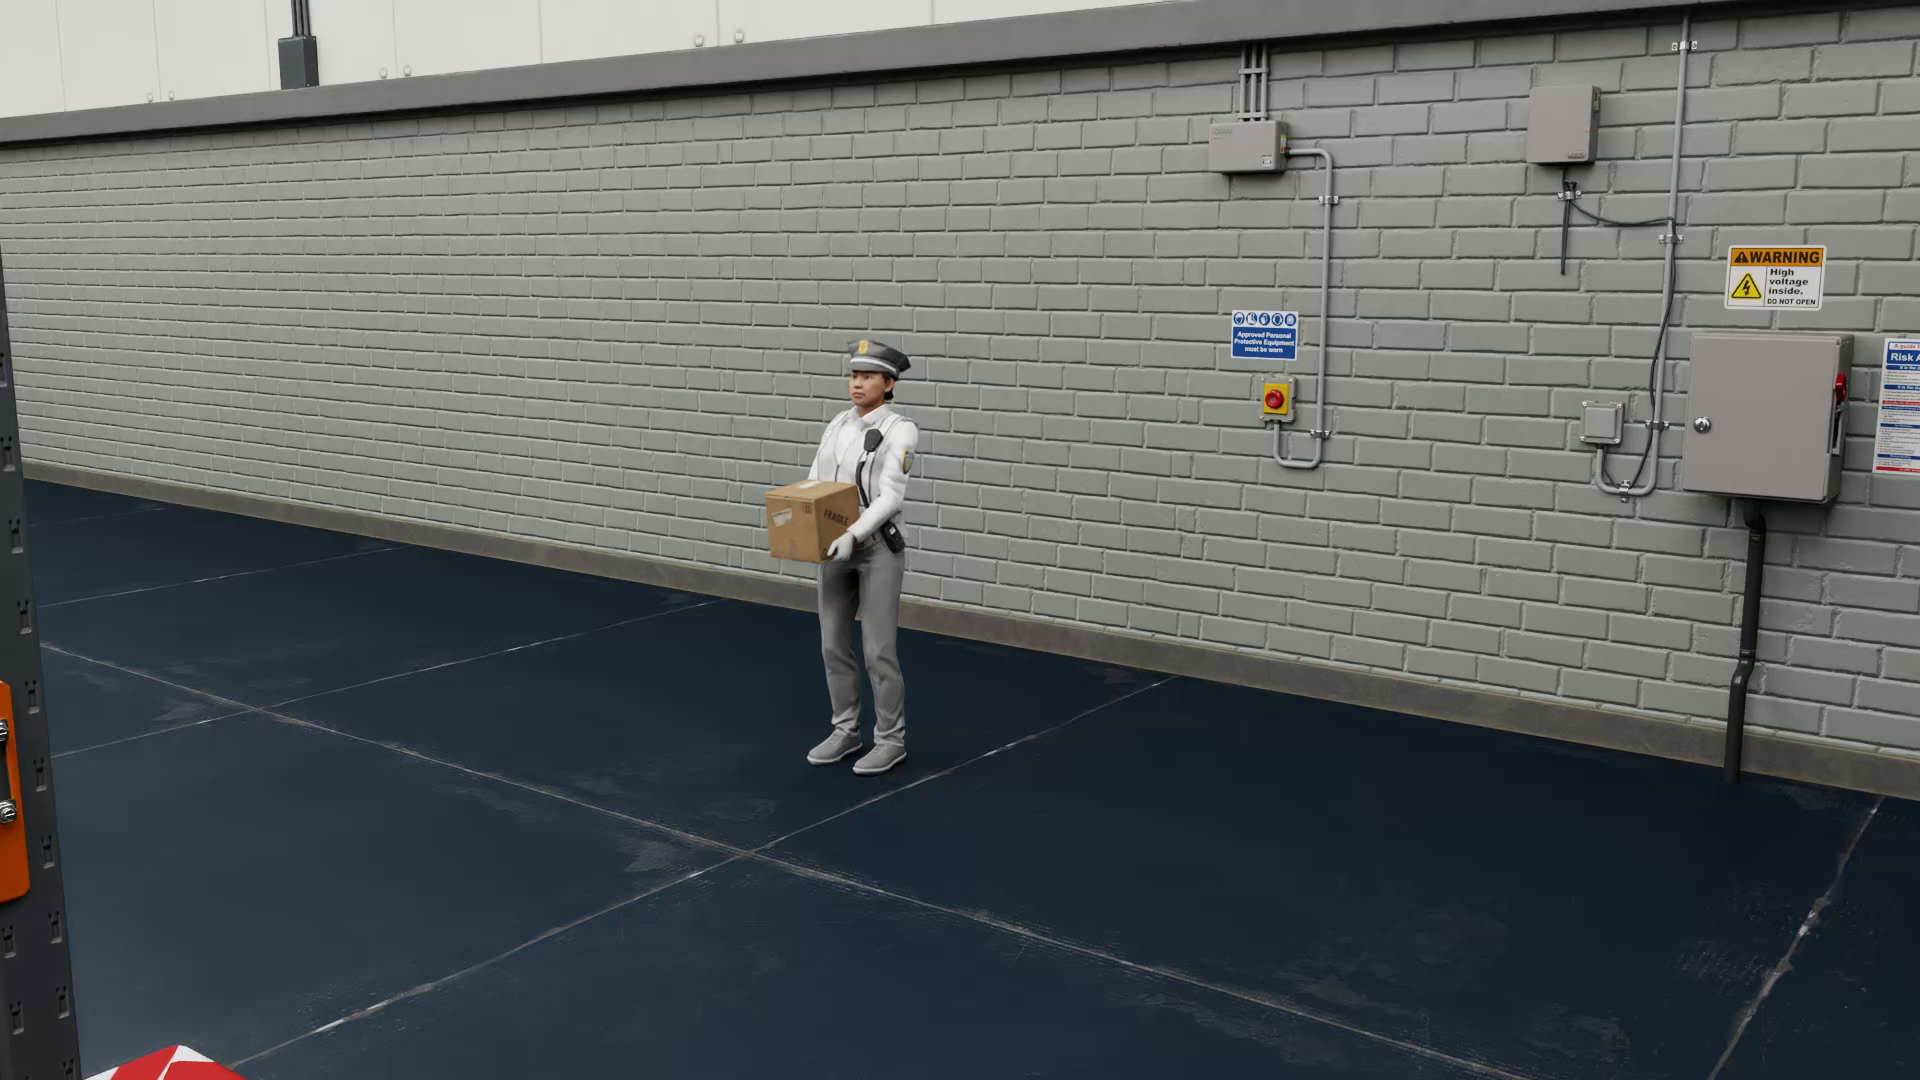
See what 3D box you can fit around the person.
[{"bbox_3d":[-0.427,0.063,6.468,0.459,1.686,0.556,7,12,36],"label":"person"}]
